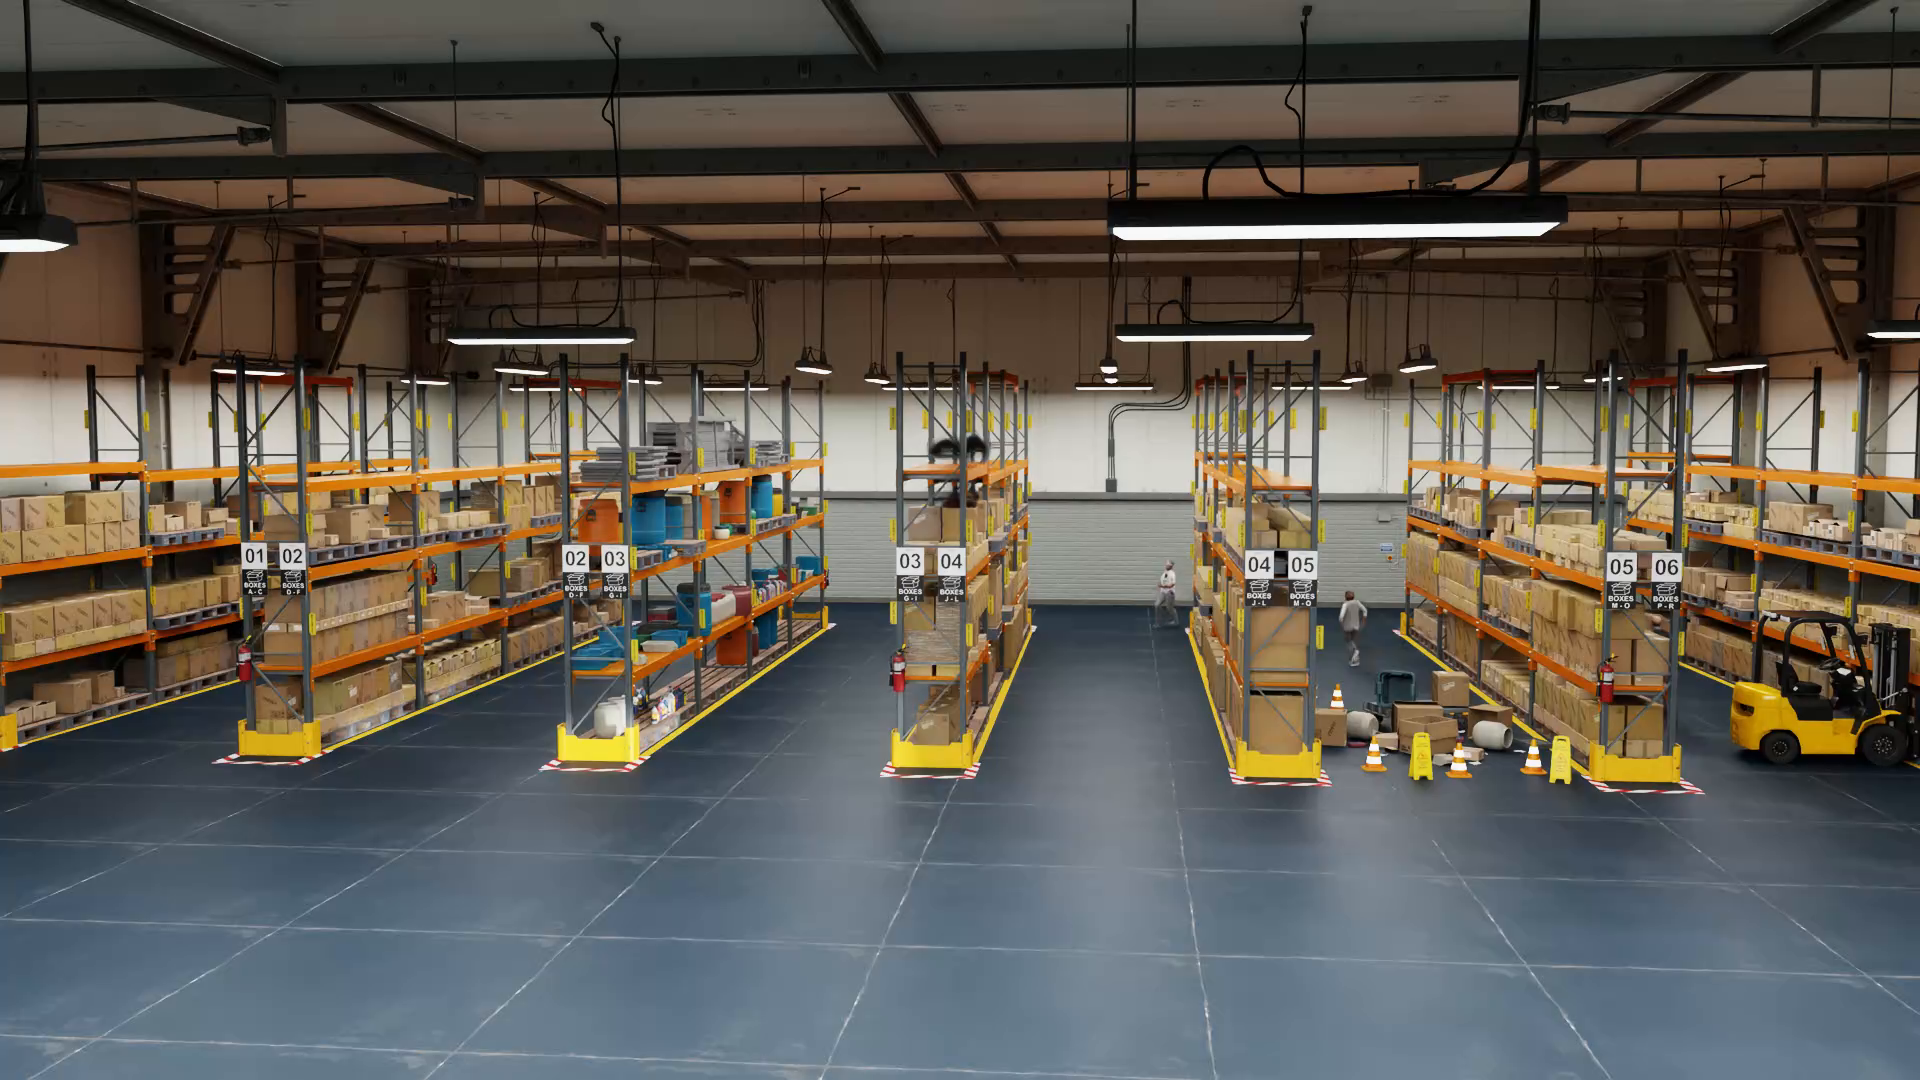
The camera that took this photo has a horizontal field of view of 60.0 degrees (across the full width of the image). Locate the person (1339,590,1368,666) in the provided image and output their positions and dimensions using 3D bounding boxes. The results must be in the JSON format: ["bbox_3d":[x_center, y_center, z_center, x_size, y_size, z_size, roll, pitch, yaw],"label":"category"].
[{"bbox_3d":[8.079,1.801,34.196,0.612,1.553,0.503,-1,4,-14],"label":"person"}]

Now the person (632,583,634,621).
[{"bbox_3d":[-8.494,1.258,41.925,0.551,1.575,0.573,0,4,6],"label":"person"}]

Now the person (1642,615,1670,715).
[{"bbox_3d":[11.833,2.150,28.222,0.652,1.716,0.965,0,4,0],"label":"person"}]

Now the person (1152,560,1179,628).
[{"bbox_3d":[5.070,1.315,40.322,0.705,1.710,0.584,-2,5,-26],"label":"person"}]
